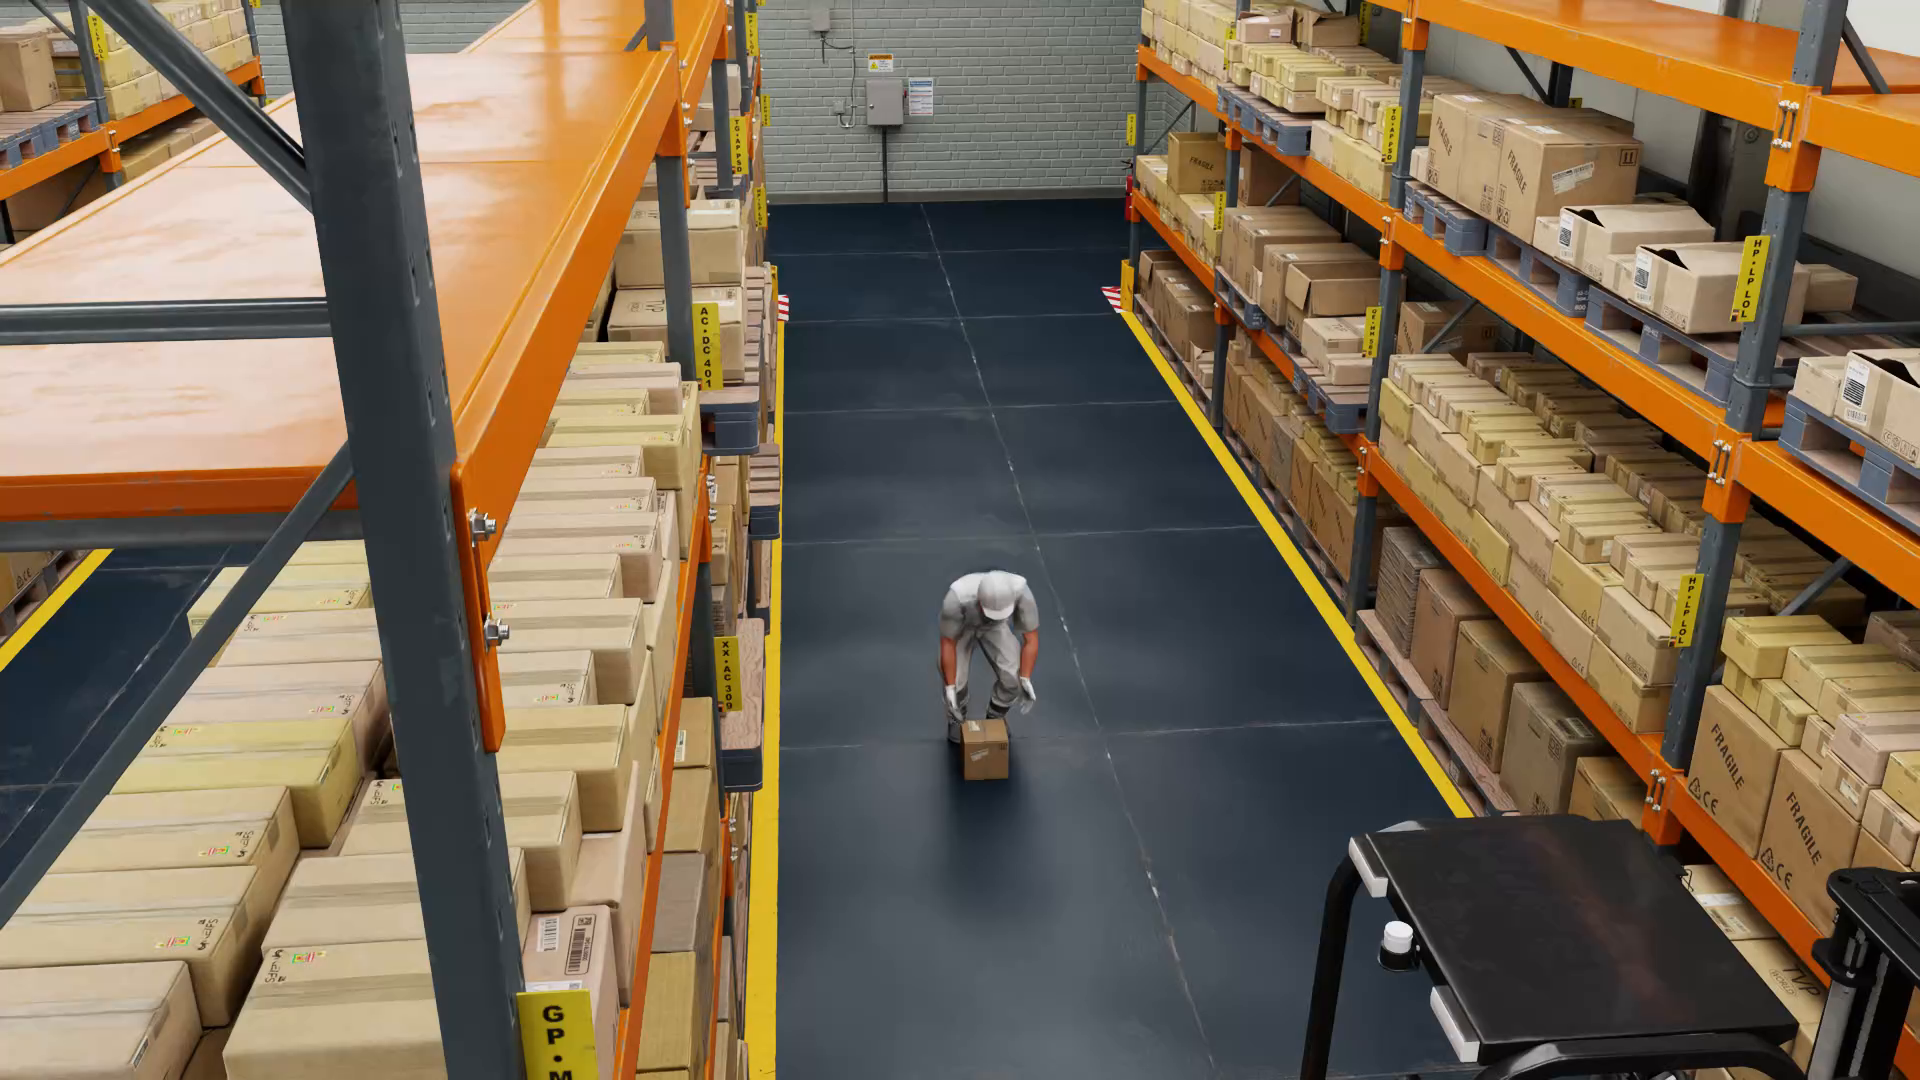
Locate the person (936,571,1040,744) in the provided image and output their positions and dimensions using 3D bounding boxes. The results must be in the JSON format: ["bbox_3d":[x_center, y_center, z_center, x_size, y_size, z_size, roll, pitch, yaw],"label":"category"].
[{"bbox_3d":[0.154,0.616,9.623,0.581,1.201,0.845,-2,24,-5],"label":"person"}]
